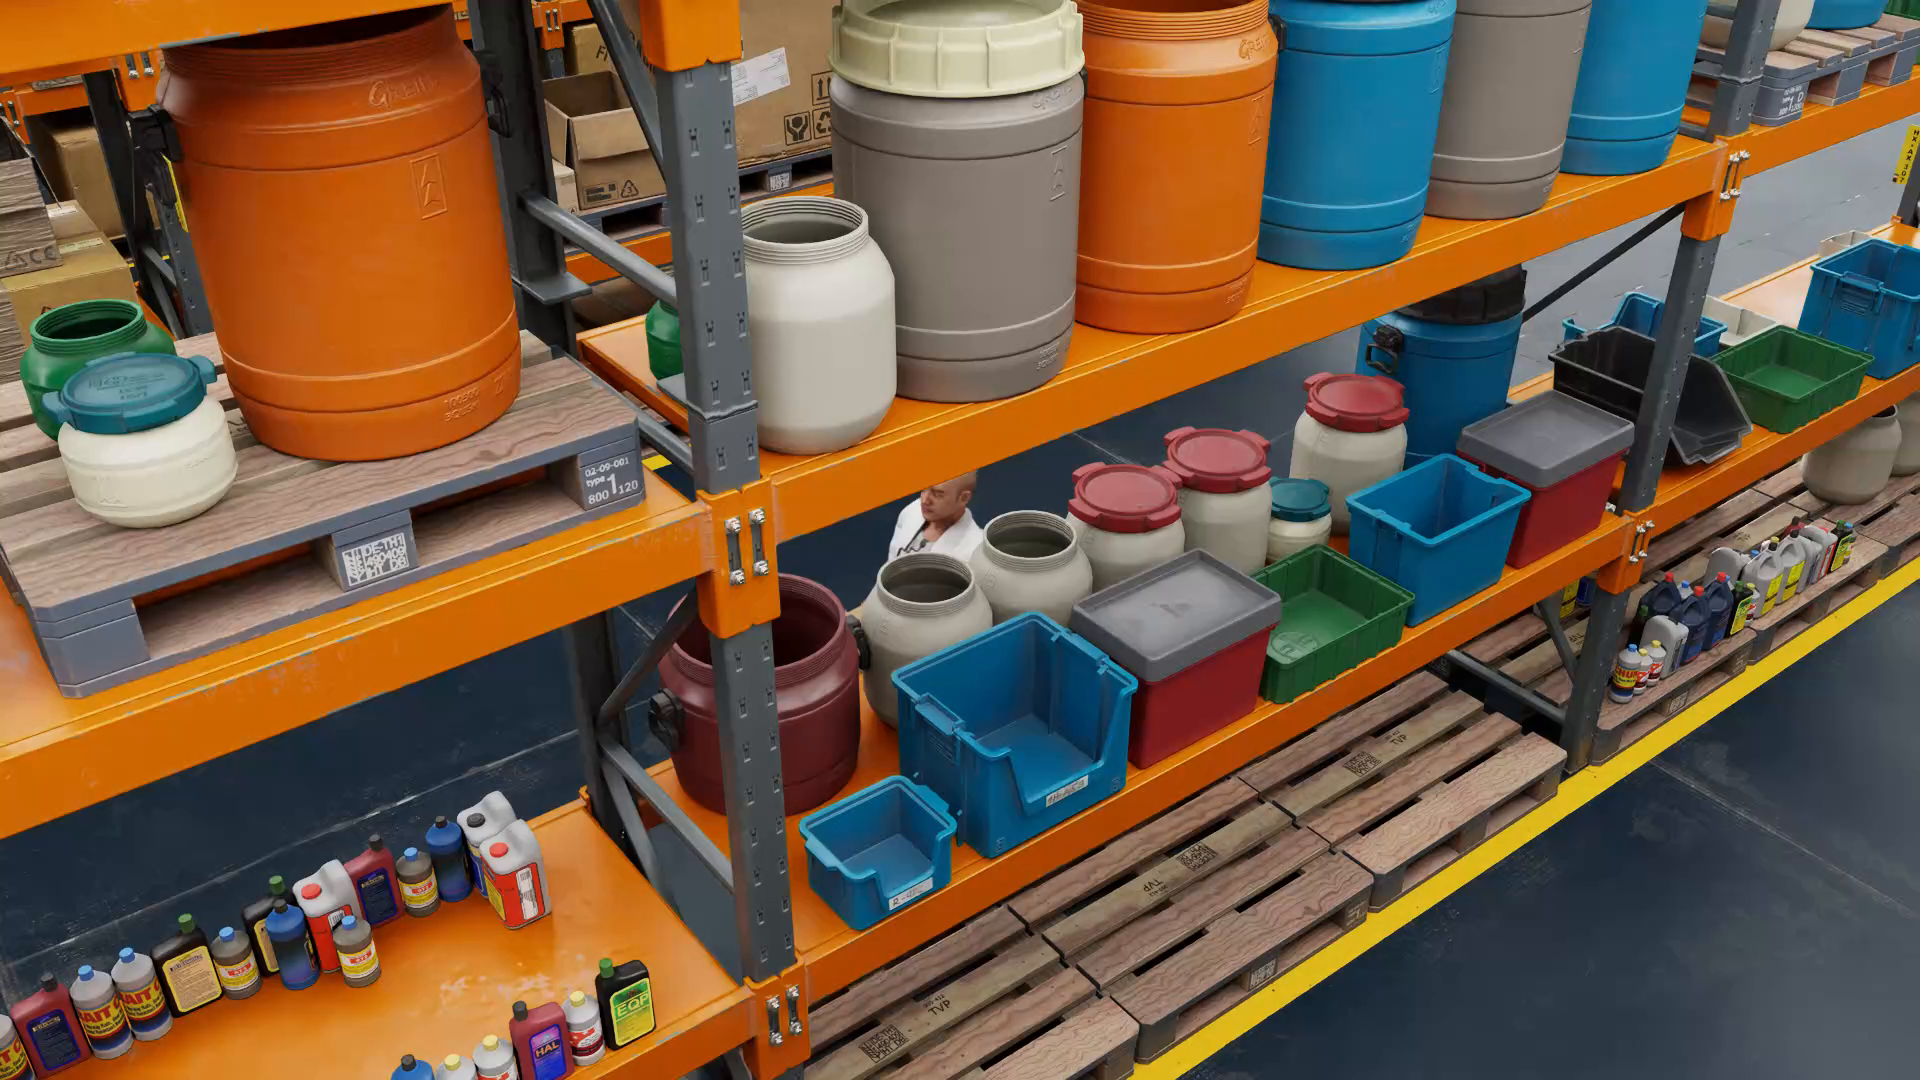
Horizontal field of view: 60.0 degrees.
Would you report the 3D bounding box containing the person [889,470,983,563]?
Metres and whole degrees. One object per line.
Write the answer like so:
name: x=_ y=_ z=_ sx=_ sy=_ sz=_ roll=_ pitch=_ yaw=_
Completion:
person: x=-0.171 y=0.498 z=6.342 sx=0.548 sy=1.777 sz=0.537 roll=-22 pitch=38 yaw=-32
